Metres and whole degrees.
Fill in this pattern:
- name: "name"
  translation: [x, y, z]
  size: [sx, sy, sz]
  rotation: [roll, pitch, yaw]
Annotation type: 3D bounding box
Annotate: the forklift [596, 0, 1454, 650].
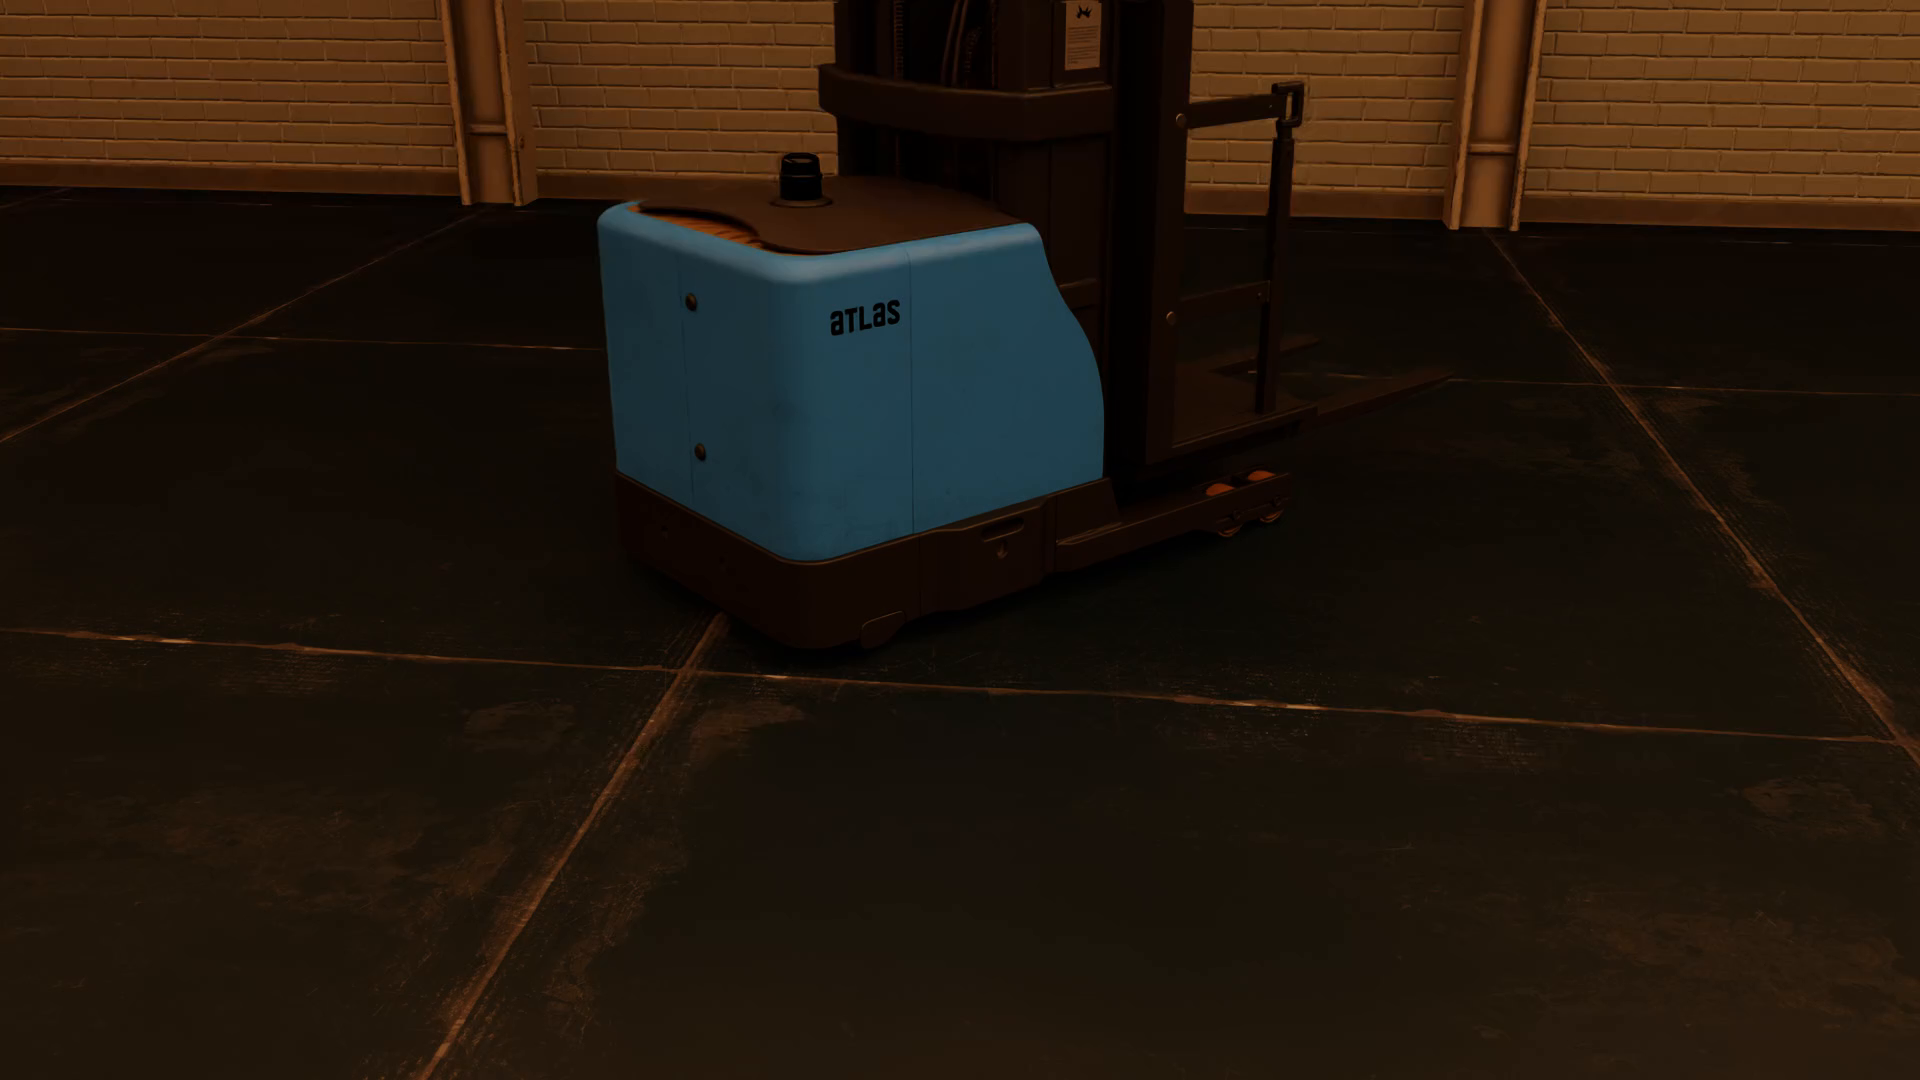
- name: "forklift"
  translation: [0.435, -1.504, 4.989]
  size: [3.031, 2.935, 1.130]
  rotation: [-17, 28, -36]
